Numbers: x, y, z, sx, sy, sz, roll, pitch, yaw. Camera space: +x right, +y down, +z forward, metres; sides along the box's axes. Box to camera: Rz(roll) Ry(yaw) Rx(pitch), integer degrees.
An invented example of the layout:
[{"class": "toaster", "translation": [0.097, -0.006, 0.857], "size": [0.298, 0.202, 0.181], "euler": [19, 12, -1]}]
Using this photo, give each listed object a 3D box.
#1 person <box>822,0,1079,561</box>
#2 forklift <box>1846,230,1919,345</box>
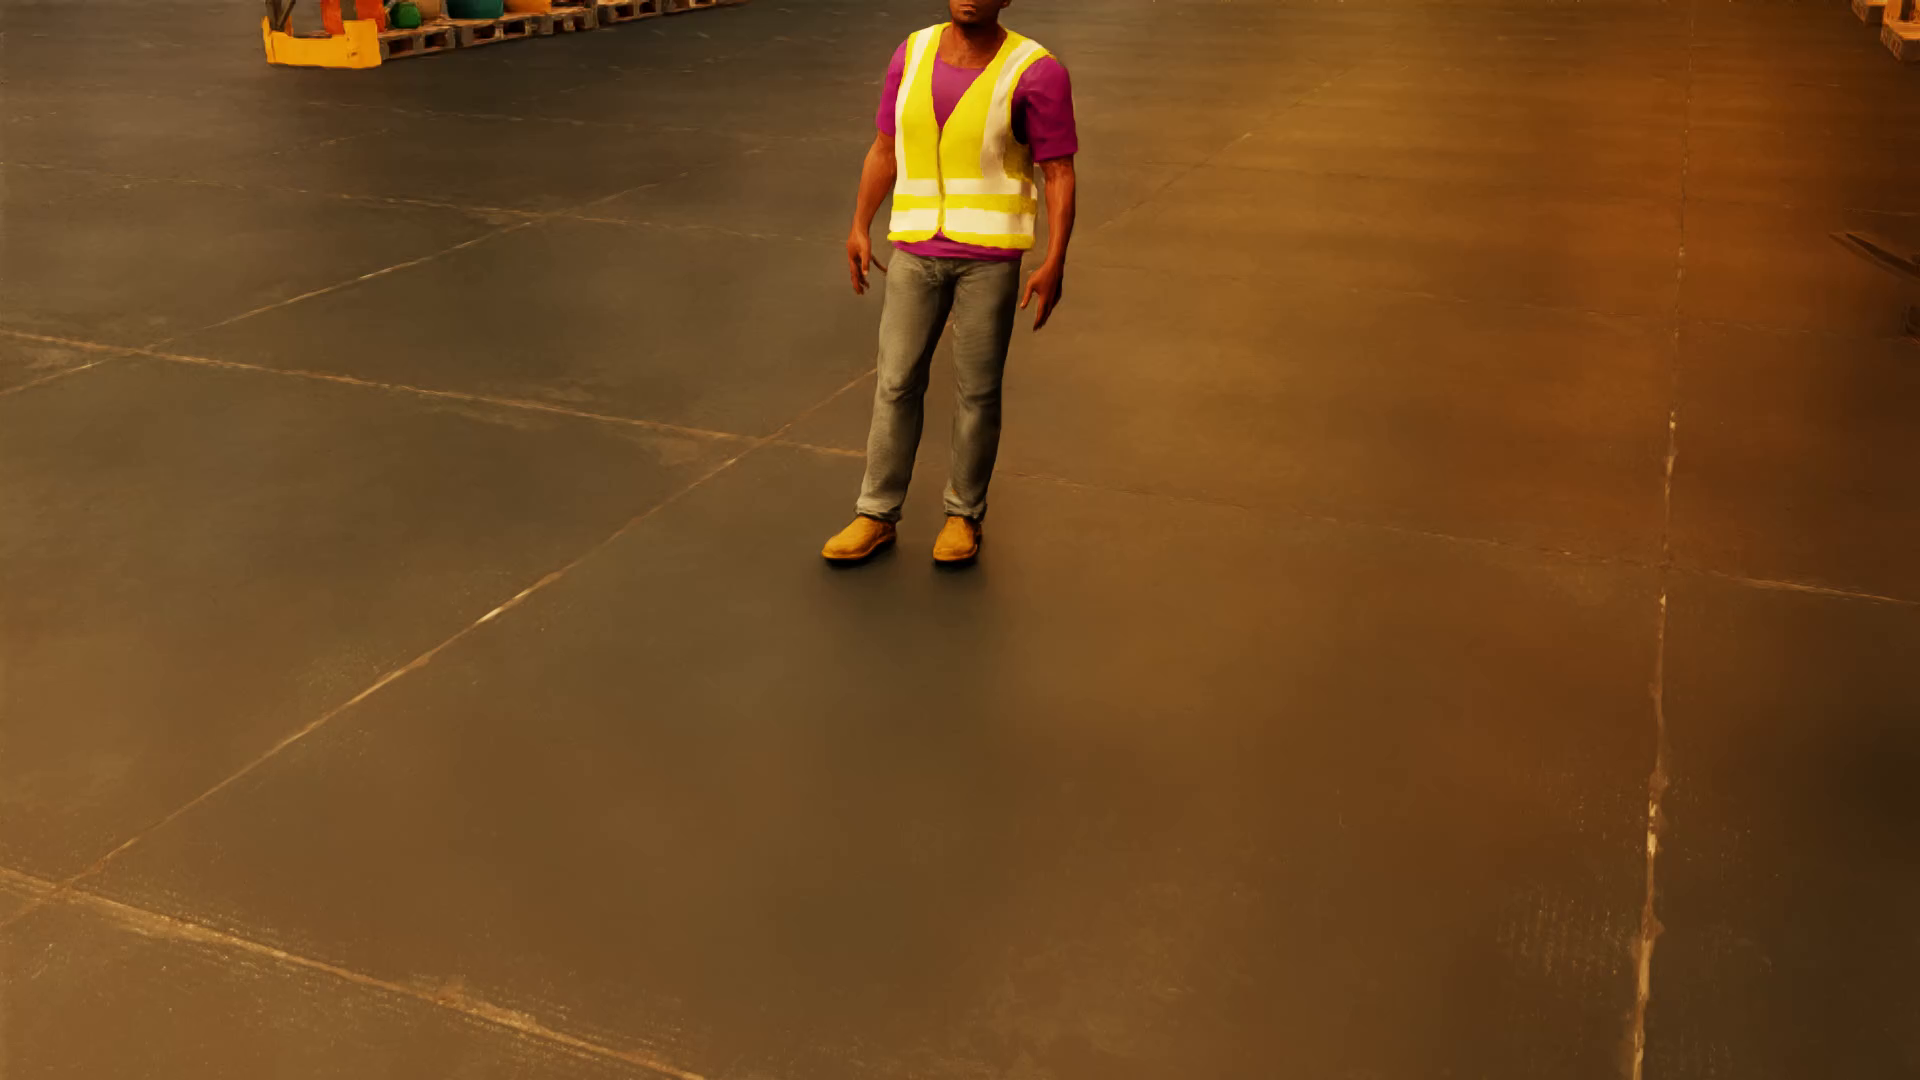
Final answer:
[{"class": "person", "translation": [-0.031, -0.797, 4.692], "size": [0.665, 1.766, 0.576], "euler": [9, 24, 21]}, {"class": "forklift", "translation": [4.604, -2.072, 6.249], "size": [1.130, 2.935, 3.031], "euler": [1, 23, 2]}]
